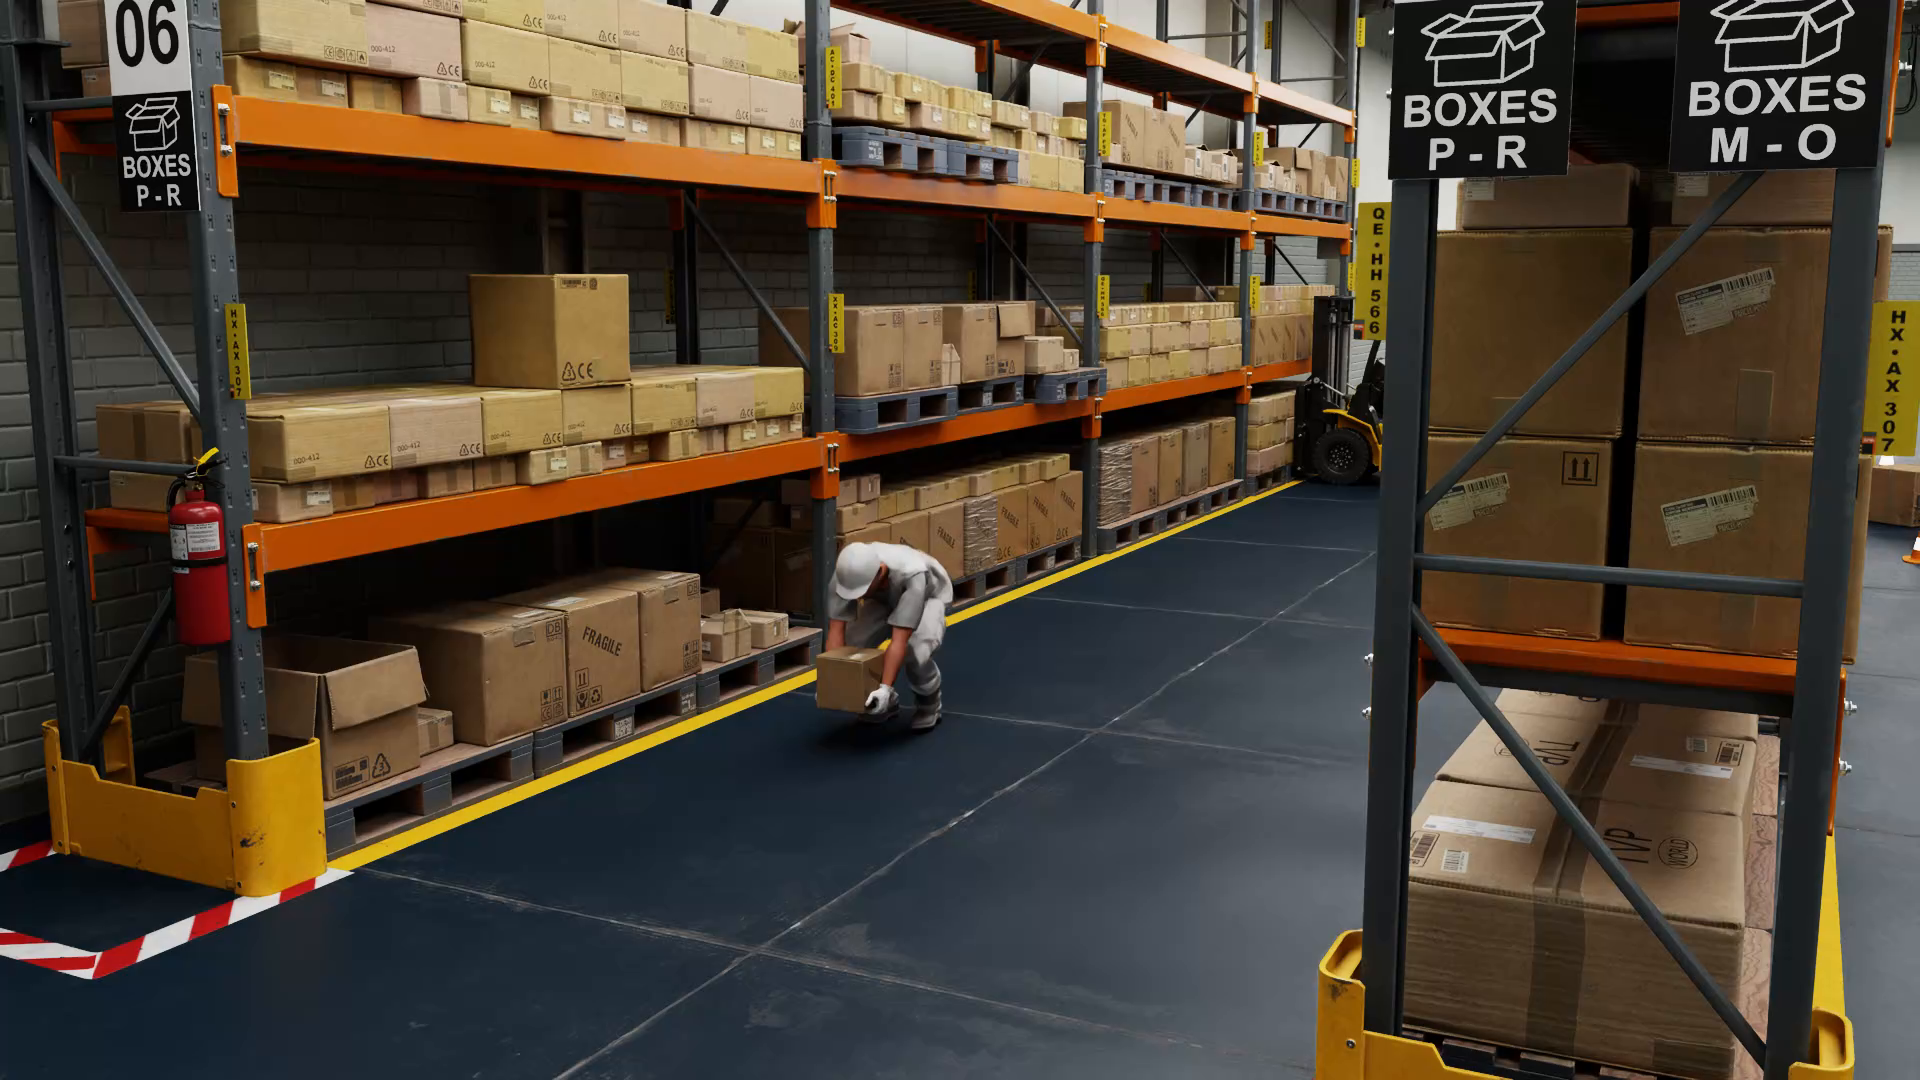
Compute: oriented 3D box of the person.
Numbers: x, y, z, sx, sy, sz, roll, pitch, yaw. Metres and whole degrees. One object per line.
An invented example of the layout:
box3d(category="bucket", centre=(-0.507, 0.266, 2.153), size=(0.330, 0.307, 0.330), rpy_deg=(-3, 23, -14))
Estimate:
box3d(category="person", centre=(-0.350, 0.445, 8.050), size=(0.532, 0.987, 0.928), rpy_deg=(4, 10, 24))
